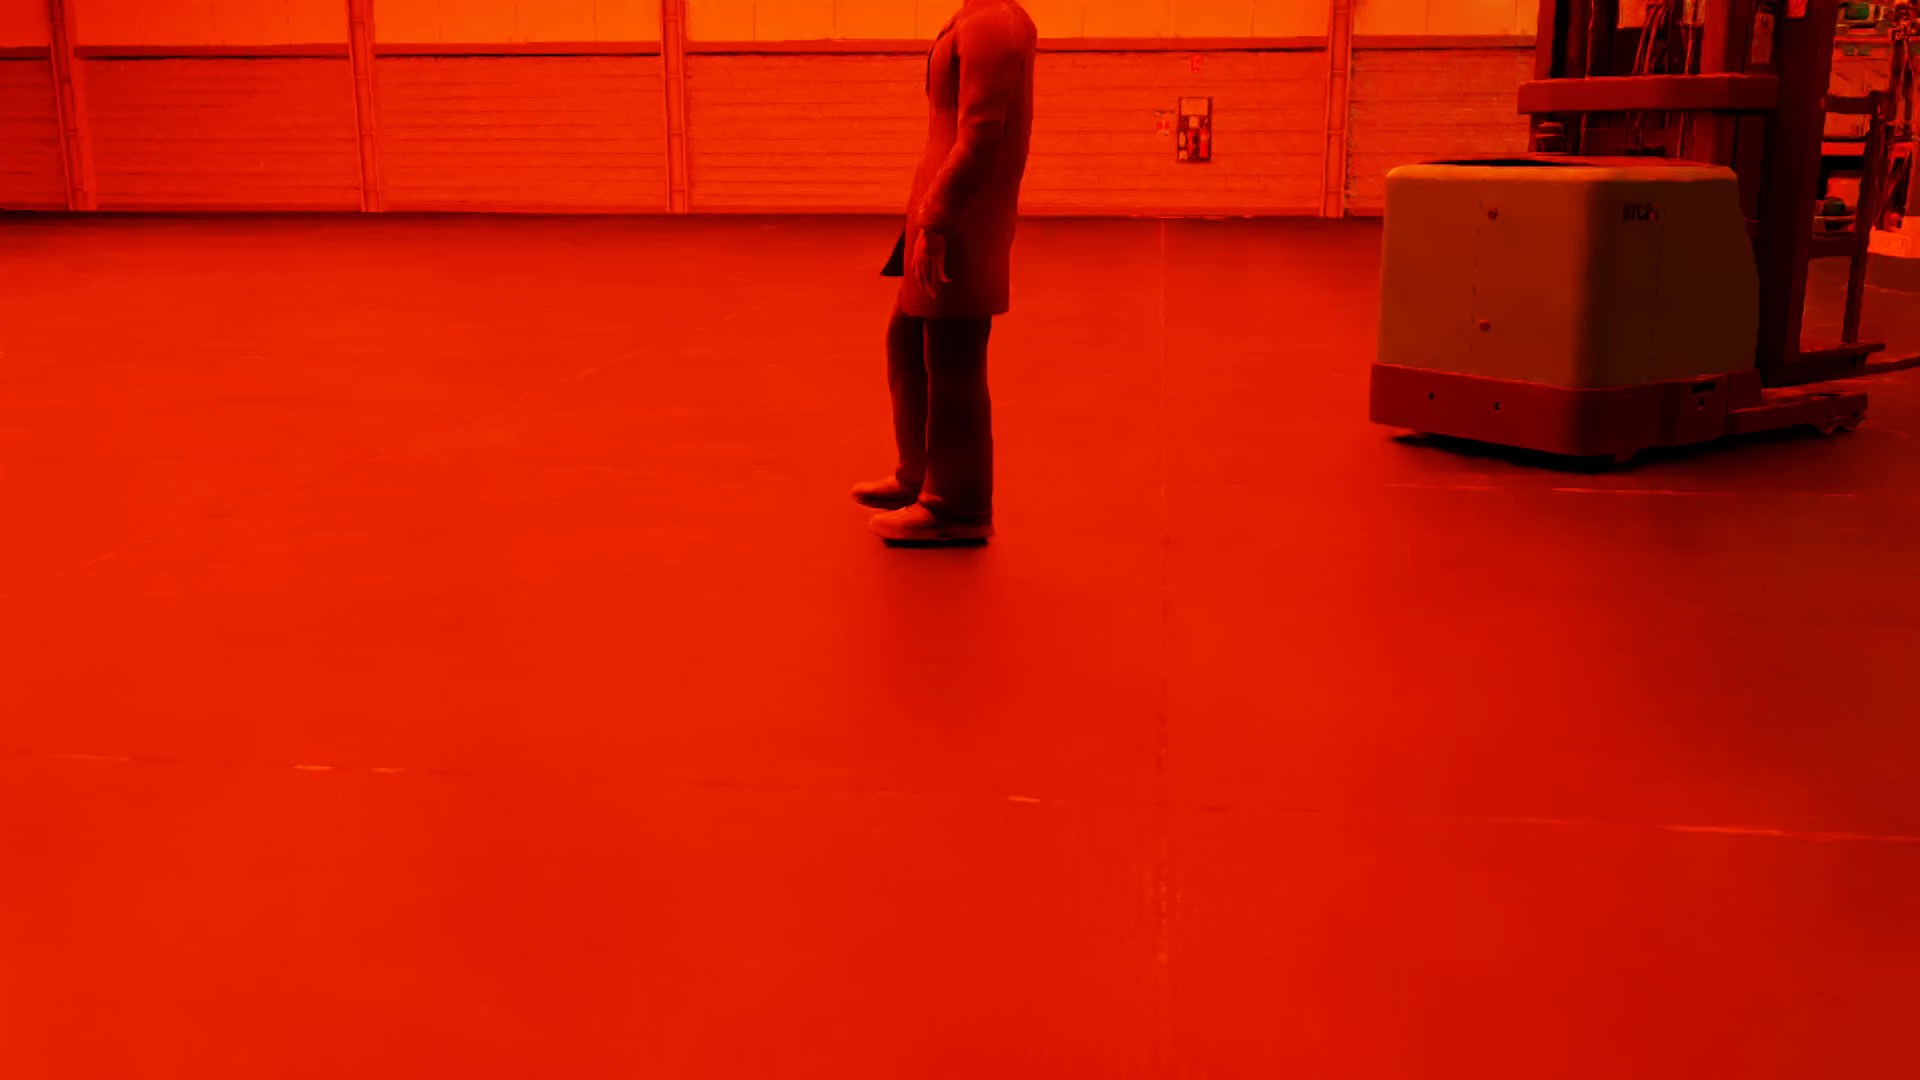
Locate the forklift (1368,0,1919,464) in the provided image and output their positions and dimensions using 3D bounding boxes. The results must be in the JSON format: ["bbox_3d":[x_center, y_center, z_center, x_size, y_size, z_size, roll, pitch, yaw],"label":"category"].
[{"bbox_3d":[3.142,-1.940,6.806,3.031,2.935,1.130,-9,16,-34],"label":"forklift"}]

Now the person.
[{"bbox_3d":[-0.088,-0.878,4.757,0.586,1.775,0.694,2,13,7],"label":"person"}]
